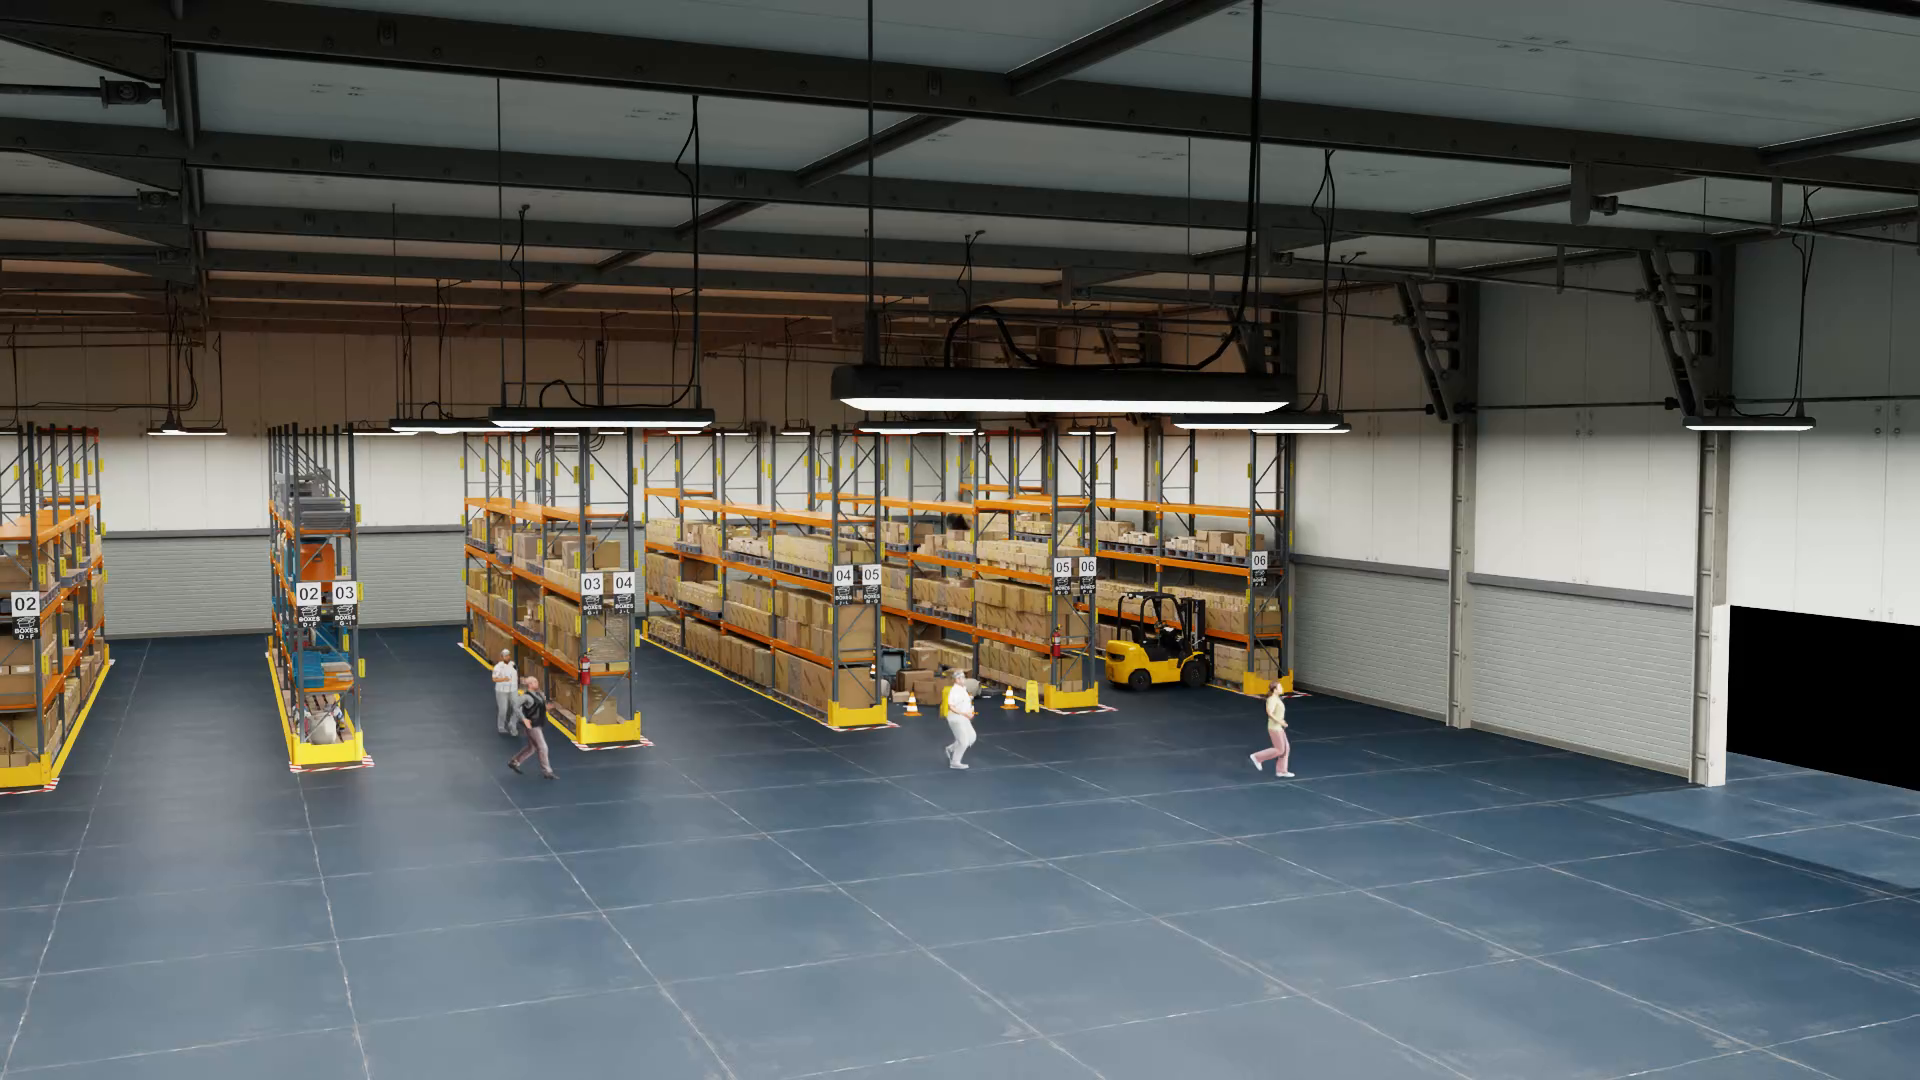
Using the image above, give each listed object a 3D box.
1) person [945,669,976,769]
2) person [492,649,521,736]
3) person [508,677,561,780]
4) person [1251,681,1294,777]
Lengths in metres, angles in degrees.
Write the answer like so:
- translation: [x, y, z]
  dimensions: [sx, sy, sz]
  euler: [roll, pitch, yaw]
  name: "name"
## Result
- translation: [0.001, 3.095, 28.762]
  dimensions: [0.596, 1.731, 0.640]
  euler: [1, 4, 15]
  name: "person"
- translation: [-8.703, 2.949, 32.007]
  dimensions: [0.586, 1.695, 0.661]
  euler: [-3, 4, -36]
  name: "person"
- translation: [-7.128, 3.137, 27.801]
  dimensions: [0.960, 1.716, 0.652]
  euler: [0, 3, 4]
  name: "person"
- translation: [5.286, 3.186, 28.080]
  dimensions: [0.733, 1.633, 0.573]
  euler: [1, 4, 12]
  name: "person"
